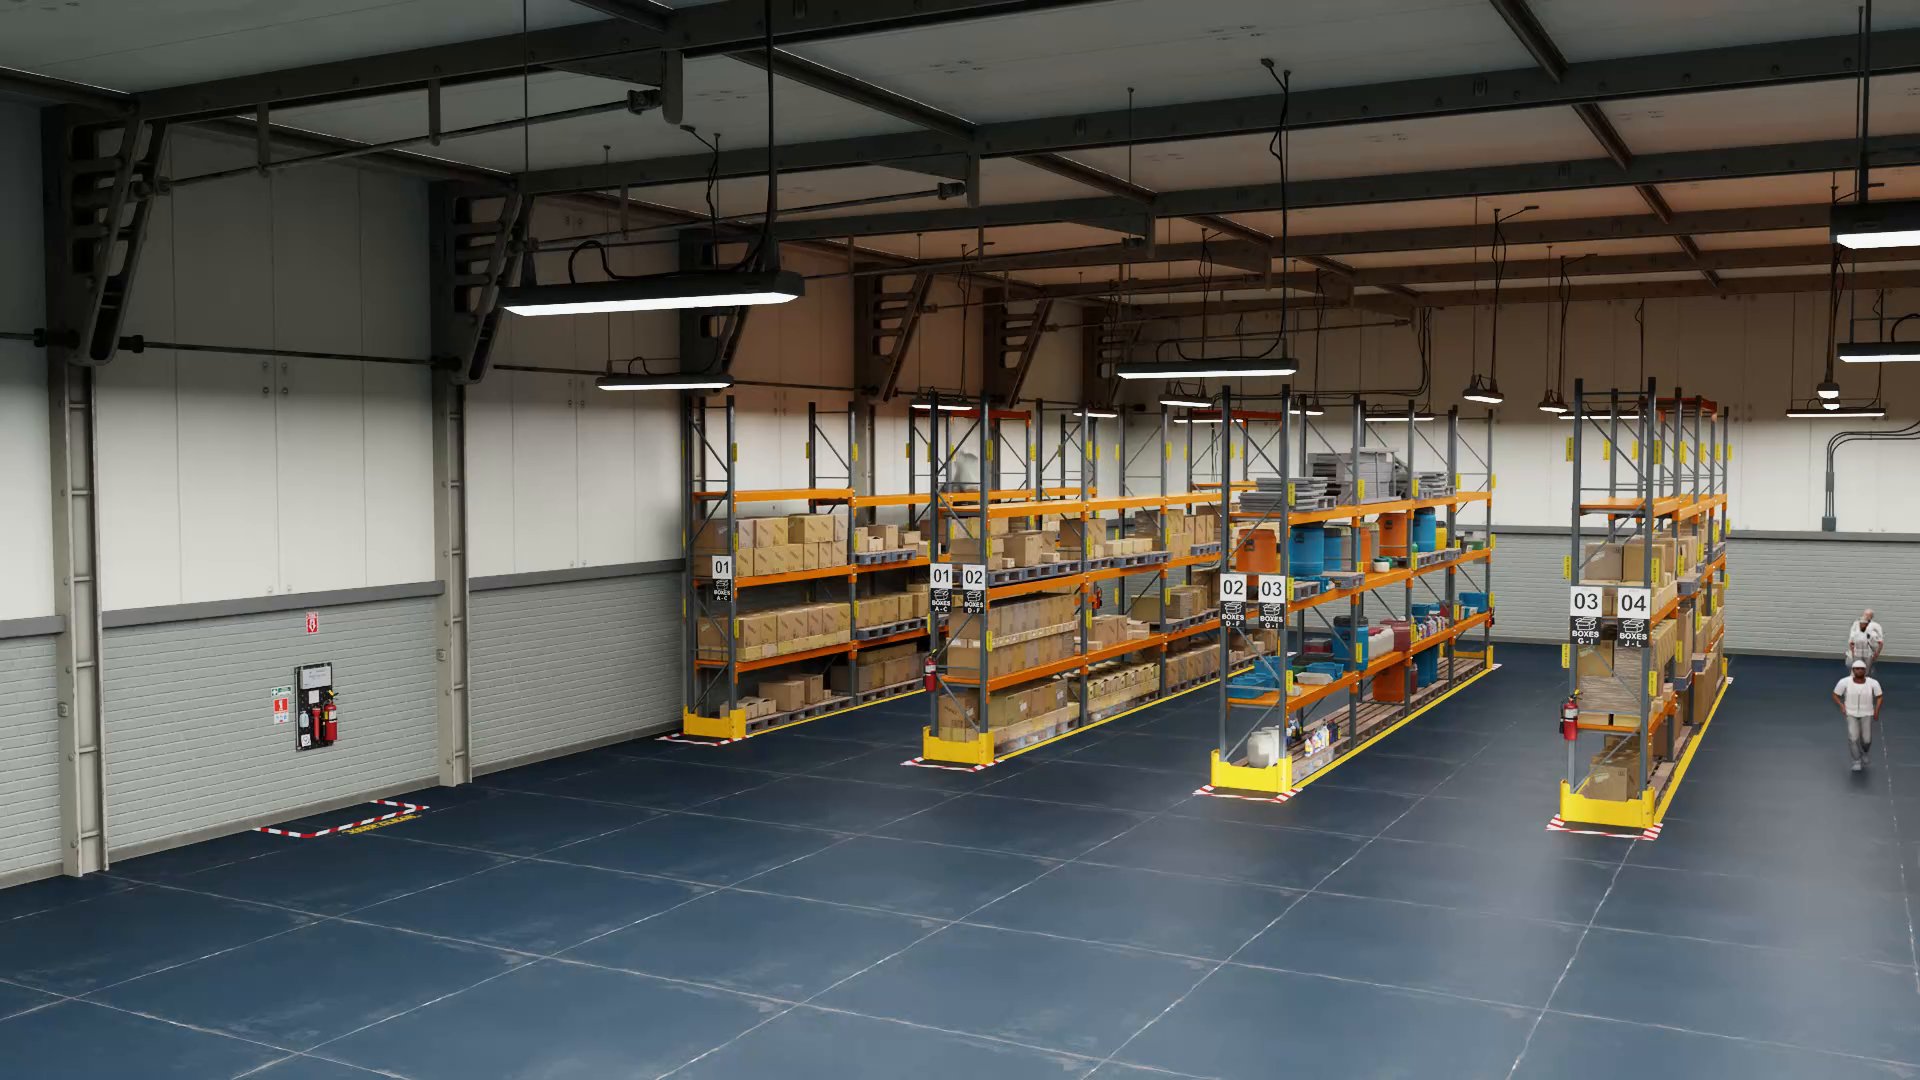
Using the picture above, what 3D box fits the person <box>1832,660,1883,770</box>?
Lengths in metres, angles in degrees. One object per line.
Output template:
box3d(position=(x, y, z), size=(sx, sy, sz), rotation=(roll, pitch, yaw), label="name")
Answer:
box3d(position=(14.149, 2.755, 26.227), size=(0.706, 1.728, 0.575), rotation=(2, 3, 27), label="person")

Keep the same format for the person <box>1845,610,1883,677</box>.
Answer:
box3d(position=(19.185, 2.305, 35.242), size=(0.656, 1.698, 0.766), rotation=(-2, 3, -29), label="person")

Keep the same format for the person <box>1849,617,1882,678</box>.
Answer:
box3d(position=(18.525, 2.397, 34.034), size=(0.601, 1.679, 0.631), rotation=(3, 4, 41), label="person")

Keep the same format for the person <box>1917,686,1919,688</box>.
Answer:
box3d(position=(20.810, 2.336, 35.385), size=(0.777, 1.668, 0.642), rotation=(1, 3, 16), label="person")
